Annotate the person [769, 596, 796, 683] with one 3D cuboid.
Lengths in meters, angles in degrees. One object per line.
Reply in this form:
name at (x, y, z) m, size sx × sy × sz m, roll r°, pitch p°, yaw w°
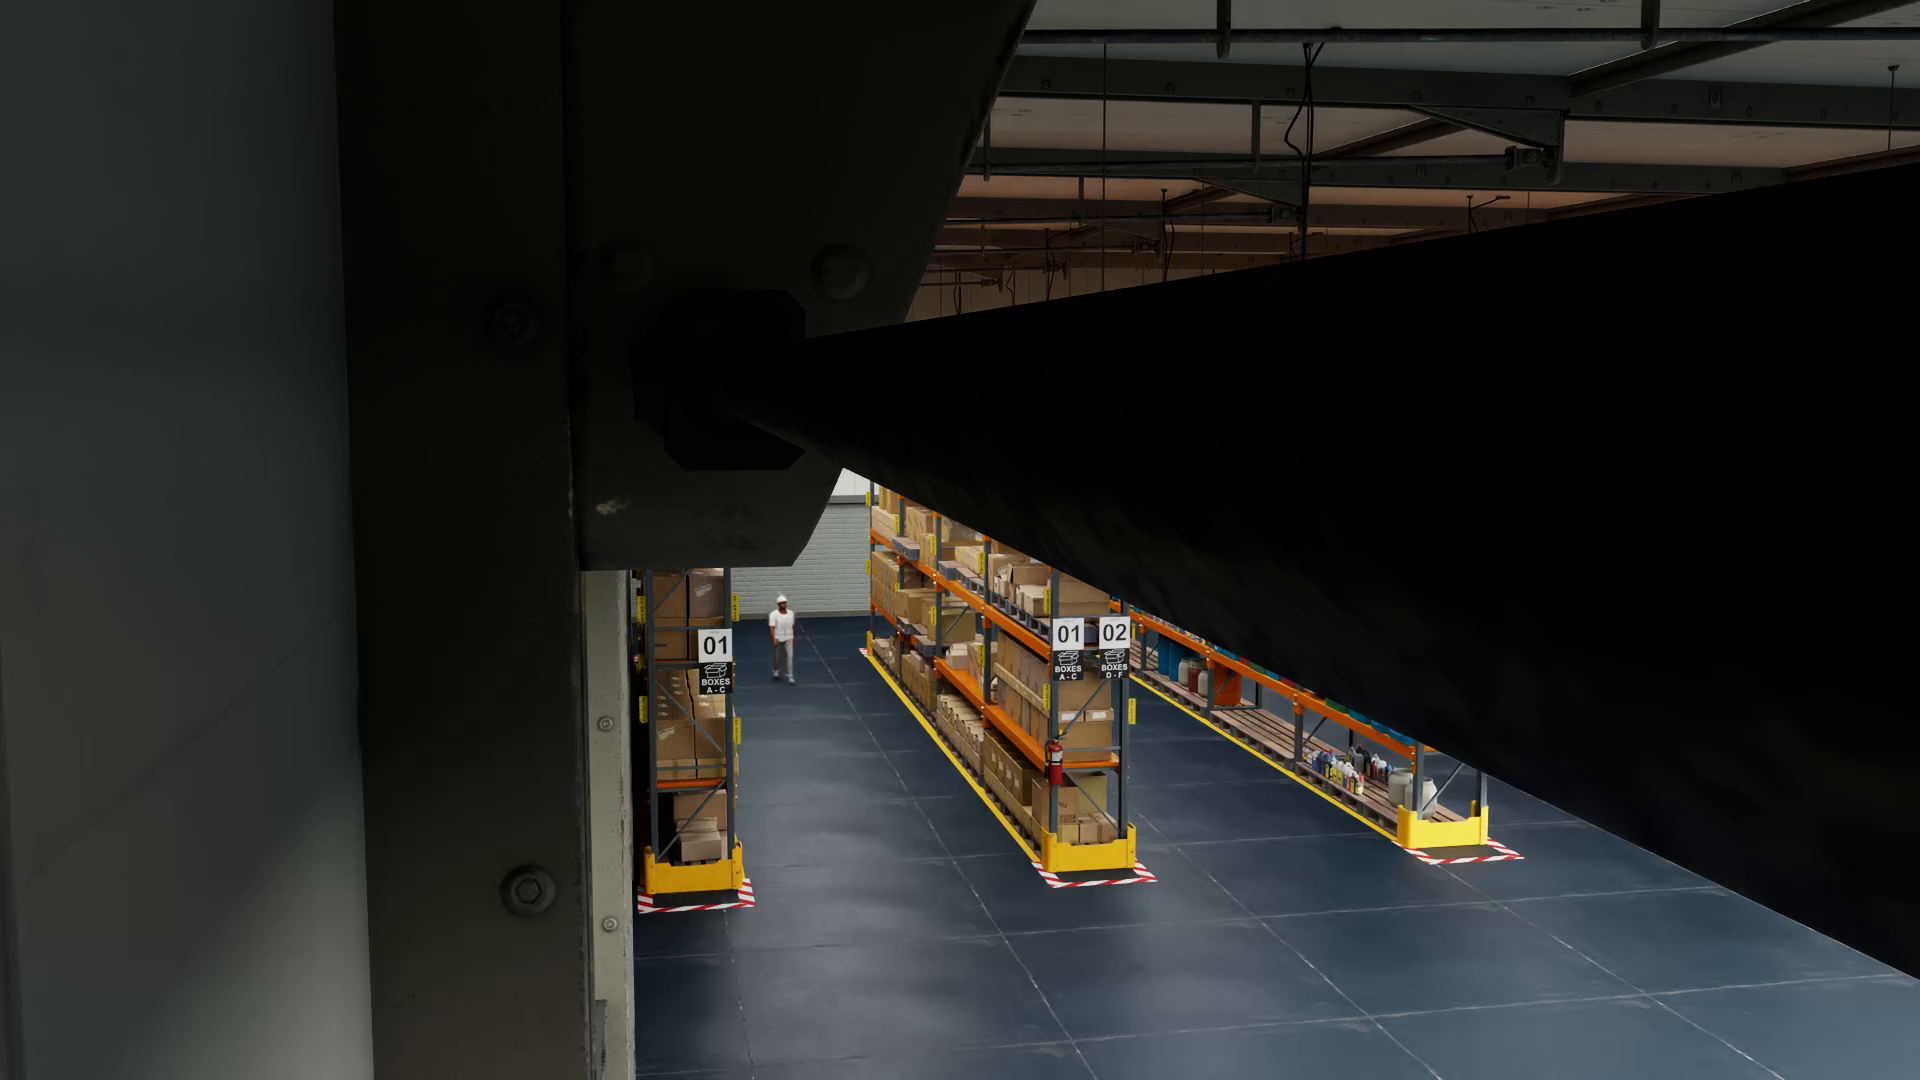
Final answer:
person at (-3.543, 1.991, 33.374) m, size 0.589 × 1.722 × 1.024 m, roll -2°, pitch 6°, yaw -15°
